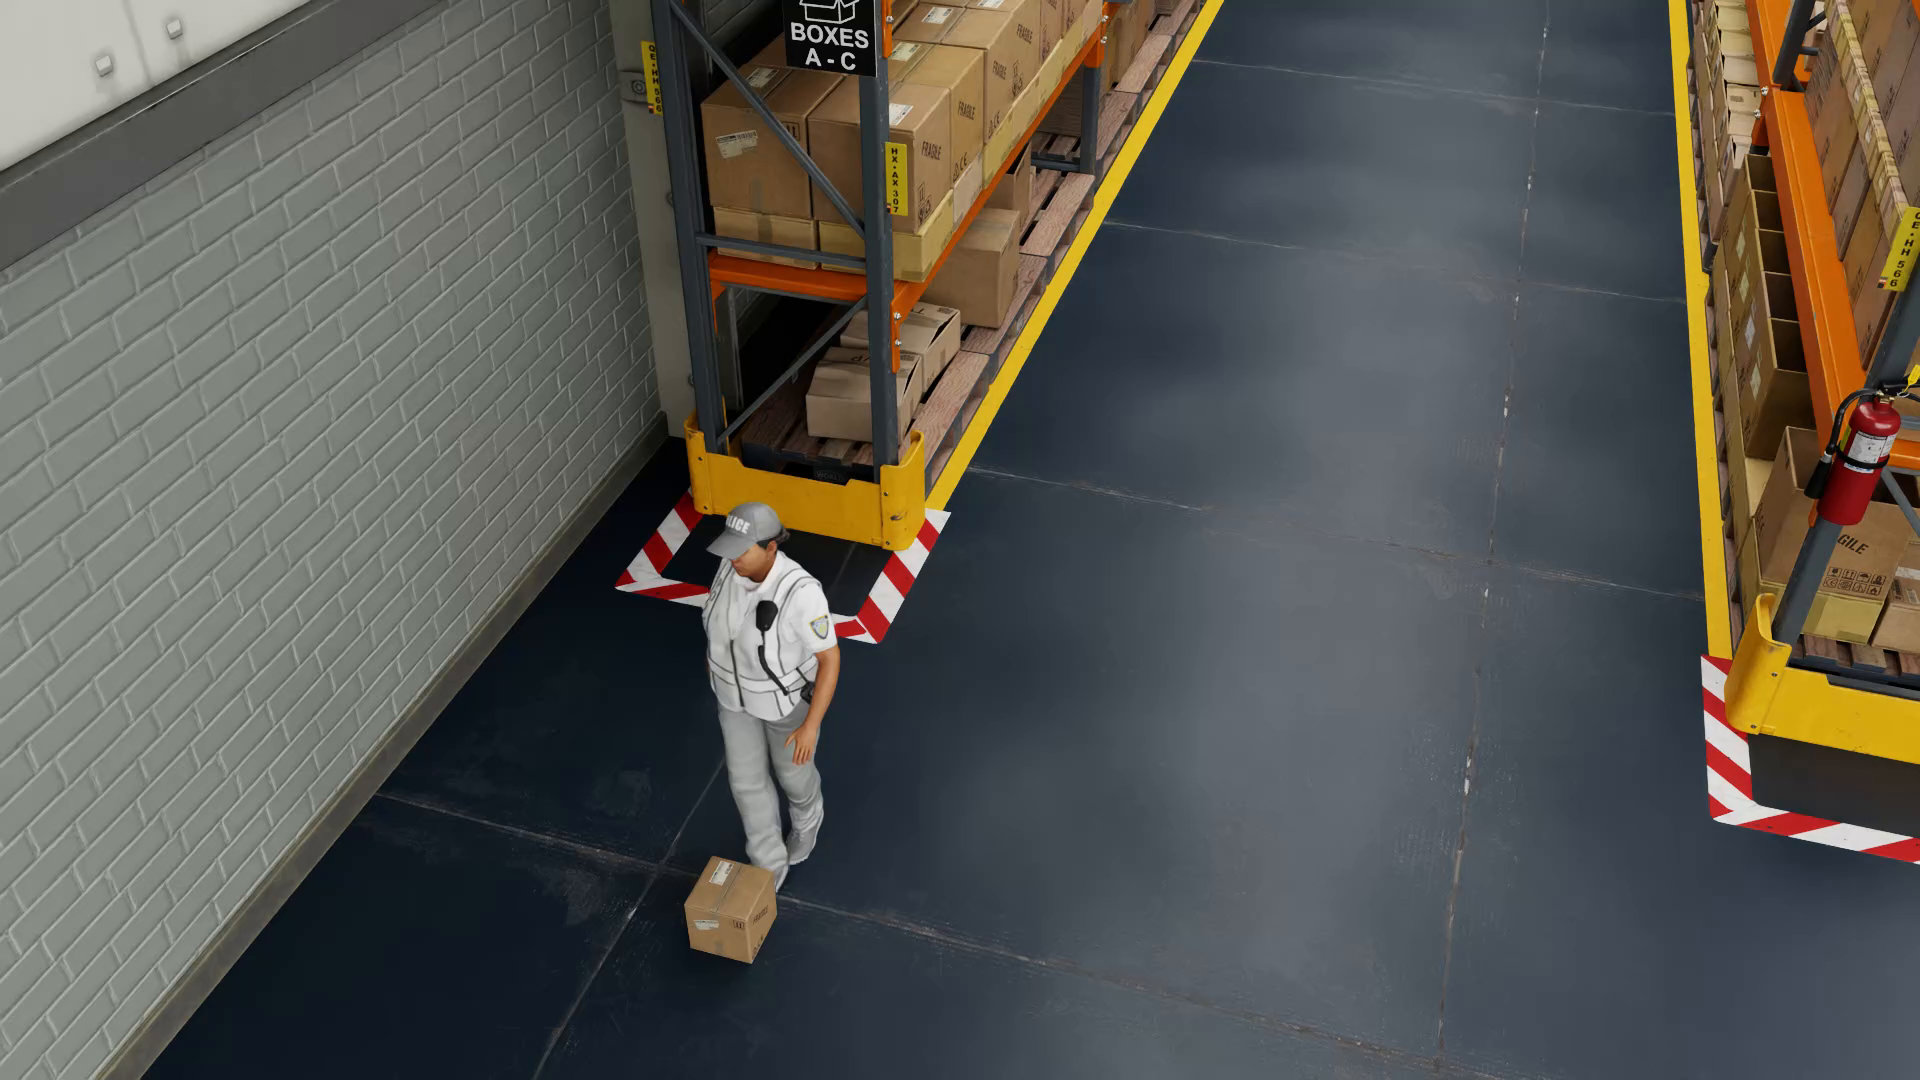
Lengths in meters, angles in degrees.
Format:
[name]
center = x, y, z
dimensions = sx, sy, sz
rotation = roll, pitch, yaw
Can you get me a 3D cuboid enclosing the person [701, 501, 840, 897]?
[person]
center = -0.755, 0.637, 6.101
dimensions = 0.636, 1.699, 0.616
rotation = 16, 40, 20
